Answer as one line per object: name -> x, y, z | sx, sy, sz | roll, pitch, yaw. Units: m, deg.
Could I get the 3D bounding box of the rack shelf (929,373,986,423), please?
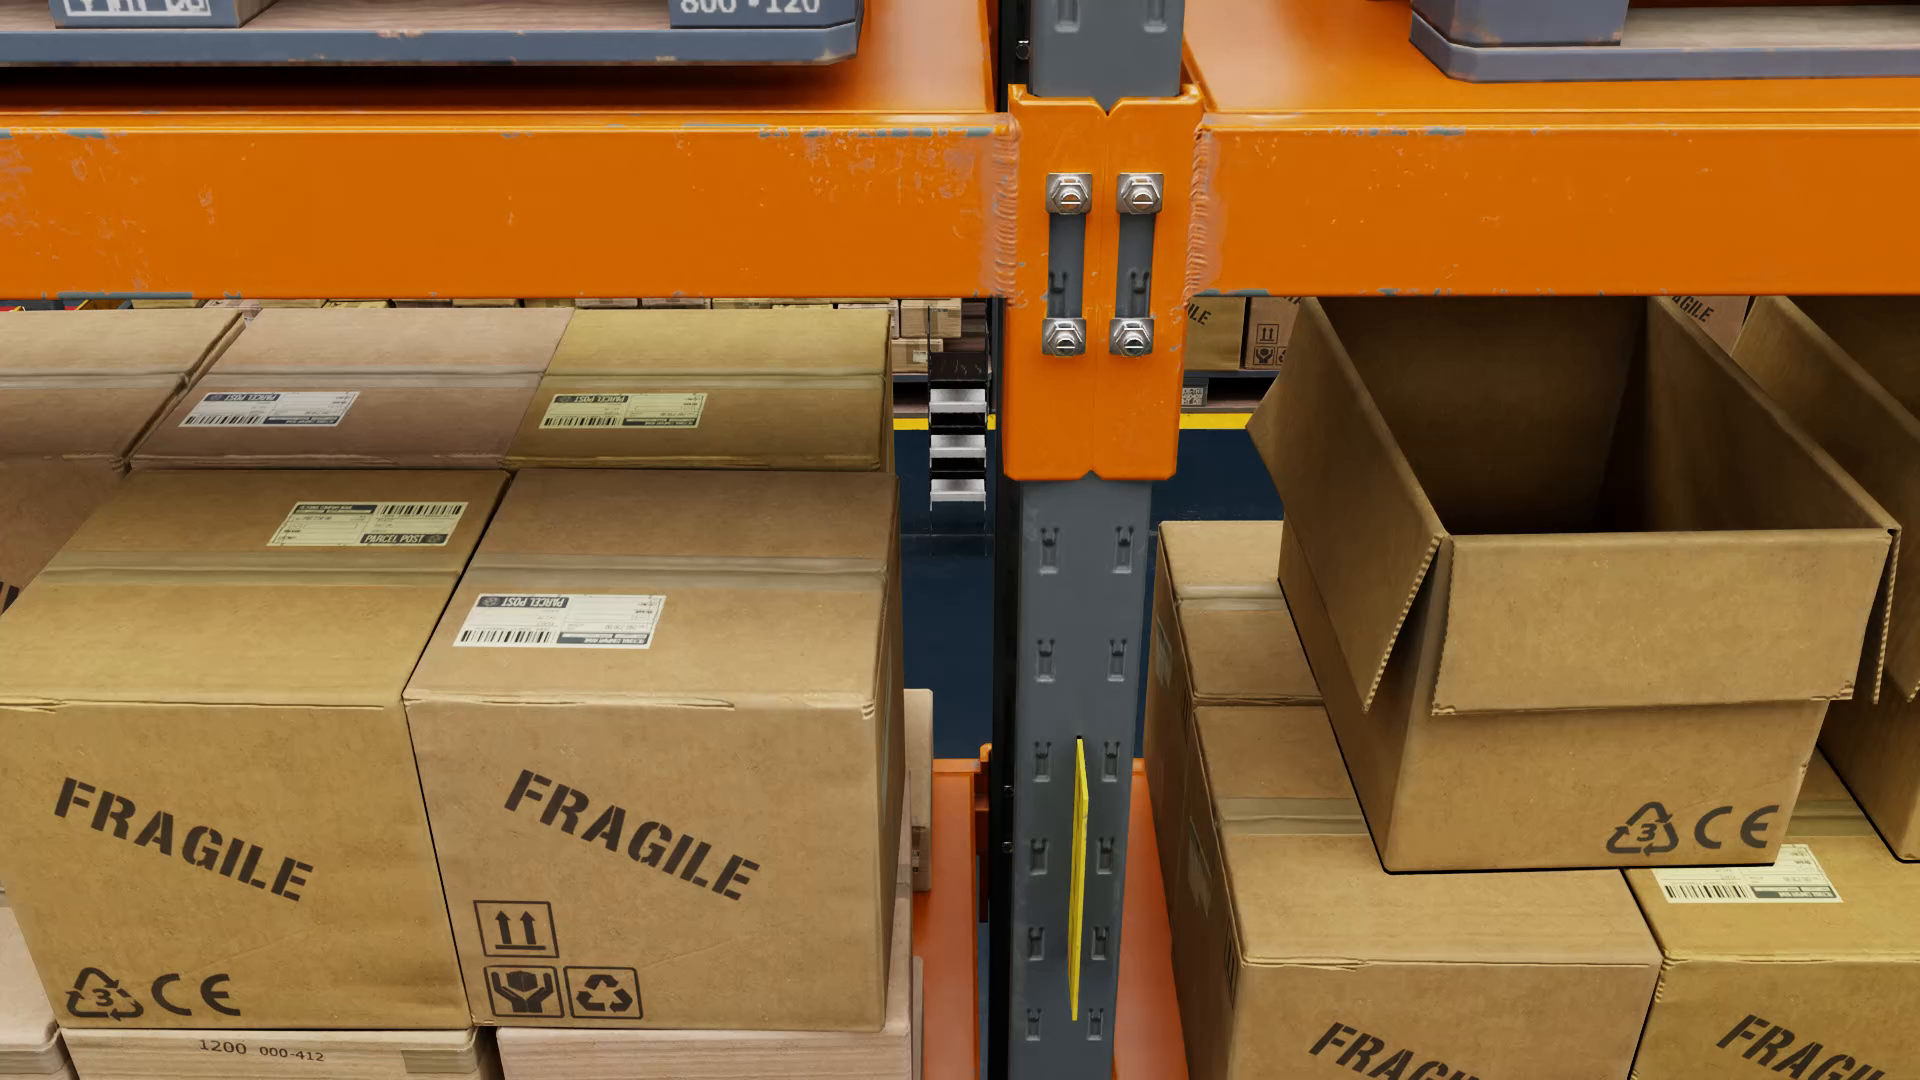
rack shelf -> -0.008, -0.510, 5.940 | 0.200, 0.077, 0.258 | 0, 31, 0

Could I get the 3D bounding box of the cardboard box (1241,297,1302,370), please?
cardboard box -> 1.464, -1.058, 7.108 | 0.500, 0.500, 0.500 | 1, 31, 2

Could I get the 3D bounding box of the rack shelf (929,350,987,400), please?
rack shelf -> -0.008, -0.587, 5.894 | 0.200, 0.077, 0.258 | 0, 31, 0

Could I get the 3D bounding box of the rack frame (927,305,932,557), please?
rack frame -> -0.110, -0.384, 6.016 | 0.006, 0.900, 0.240 | 0, 31, 0

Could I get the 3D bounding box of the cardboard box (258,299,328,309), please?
cardboard box -> -2.752, -1.106, 6.951 | 0.250, 0.149, 0.380 | 0, 31, 0

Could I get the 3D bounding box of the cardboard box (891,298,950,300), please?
cardboard box -> -0.159, -1.159, 7.039 | 0.250, 0.149, 0.380 | 1, 31, 1

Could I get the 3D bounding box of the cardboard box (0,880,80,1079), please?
cardboard box -> -1.344, 0.572, 2.273 | 0.500, 0.250, 0.500 | 0, 31, 1

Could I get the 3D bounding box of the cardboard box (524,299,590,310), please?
cardboard box -> -1.698, -1.055, 7.154 | 0.250, 0.149, 0.380 | 1, 31, 2

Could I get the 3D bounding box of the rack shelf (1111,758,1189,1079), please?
rack shelf -> 2.124, 0.794, 2.743 | 4.000, 0.370, 1.077 | 0, 31, 0

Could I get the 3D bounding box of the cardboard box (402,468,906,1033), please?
cardboard box -> -0.334, 0.249, 2.082 | 0.500, 0.500, 0.500 | 1, 31, 1

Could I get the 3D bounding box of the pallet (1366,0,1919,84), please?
pallet -> 1.040, -0.736, 1.864 | 1.217, 0.209, 0.805 | -1, 31, -2

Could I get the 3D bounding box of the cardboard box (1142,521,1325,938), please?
cardboard box -> 0.590, 0.307, 2.756 | 0.500, 0.500, 0.500 | 0, 31, 0

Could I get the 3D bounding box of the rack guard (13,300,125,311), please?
rack guard -> -3.729, -0.999, 7.415 | 0.348, 0.500, 1.175 | 0, 31, 0

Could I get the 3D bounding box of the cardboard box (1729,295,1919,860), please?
cardboard box -> 1.449, 0.019, 2.264 | 0.637, 0.503, 0.797 | 0, 31, 0

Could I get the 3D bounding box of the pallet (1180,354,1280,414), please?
pallet -> 0.973, -0.891, 7.515 | 1.213, 0.211, 1.003 | 0, 31, 0

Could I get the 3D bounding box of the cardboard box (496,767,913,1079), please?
cardboard box -> -0.316, 0.567, 2.281 | 0.500, 0.250, 0.500 | -1, 31, -1

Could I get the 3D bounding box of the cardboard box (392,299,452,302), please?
cardboard box -> -2.227, -1.145, 7.016 | 0.250, 0.149, 0.380 | 1, 31, 2

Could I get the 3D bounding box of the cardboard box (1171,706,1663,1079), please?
cardboard box -> 0.585, 0.578, 2.309 | 0.500, 0.500, 0.500 | 0, 31, 0

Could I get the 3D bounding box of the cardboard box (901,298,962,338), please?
cardboard box -> -0.118, -1.002, 7.067 | 0.250, 0.149, 0.380 | 0, 31, 1

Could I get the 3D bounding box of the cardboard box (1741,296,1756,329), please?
cardboard box -> 3.538, -1.066, 7.120 | 0.500, 0.500, 0.500 | 0, 31, -1

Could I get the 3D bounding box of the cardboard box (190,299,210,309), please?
cardboard box -> -3.280, -1.024, 7.103 | 0.250, 0.149, 0.380 | 1, 31, 2

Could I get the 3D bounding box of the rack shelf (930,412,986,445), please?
rack shelf -> -0.008, -0.433, 5.987 | 0.200, 0.077, 0.258 | 0, 31, 0

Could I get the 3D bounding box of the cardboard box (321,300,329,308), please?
cardboard box -> -2.761, -1.042, 7.133 | 0.250, 0.149, 0.380 | 0, 31, 0

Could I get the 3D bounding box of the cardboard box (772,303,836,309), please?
cardboard box -> -0.657, -0.985, 7.038 | 0.250, 0.149, 0.380 | -1, 31, -2

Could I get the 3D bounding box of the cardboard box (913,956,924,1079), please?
cardboard box -> -0.179, 0.771, 2.329 | 0.250, 0.149, 0.380 | 0, 31, 0

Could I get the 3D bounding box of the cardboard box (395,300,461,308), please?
cardboard box -> -2.239, -1.037, 7.124 | 0.250, 0.149, 0.380 | -2, 31, -3

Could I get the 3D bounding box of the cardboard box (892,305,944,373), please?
cardboard box -> -0.195, -0.863, 7.124 | 0.250, 0.149, 0.380 | 0, 31, 0

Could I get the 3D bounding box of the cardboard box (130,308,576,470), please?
cardboard box -> -0.849, -0.024, 2.533 | 0.500, 0.500, 0.500 | 0, 31, 0

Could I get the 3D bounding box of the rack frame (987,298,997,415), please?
rack frame -> 0.195, -2.080, 6.787 | 0.127, 3.000, 1.000 | 0, 31, 0

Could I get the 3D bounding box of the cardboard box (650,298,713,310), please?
cardboard box -> -1.163, -1.024, 7.103 | 0.250, 0.149, 0.380 | 1, 31, 1

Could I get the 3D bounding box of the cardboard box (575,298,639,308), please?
cardboard box -> -1.463, -1.117, 6.969 | 0.250, 0.149, 0.380 | -1, 31, -2

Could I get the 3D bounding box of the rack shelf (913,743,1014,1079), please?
rack shelf -> -1.876, 0.807, 2.722 | 4.000, 0.370, 1.077 | 0, 31, 0

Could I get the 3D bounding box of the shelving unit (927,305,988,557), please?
shelving unit -> -0.008, -0.385, 6.017 | 0.210, 0.900, 0.258 | 0, 31, 0

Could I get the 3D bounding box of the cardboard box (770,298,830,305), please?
cardboard box -> -0.664, -1.133, 6.996 | 0.250, 0.149, 0.380 | 0, 31, -1
